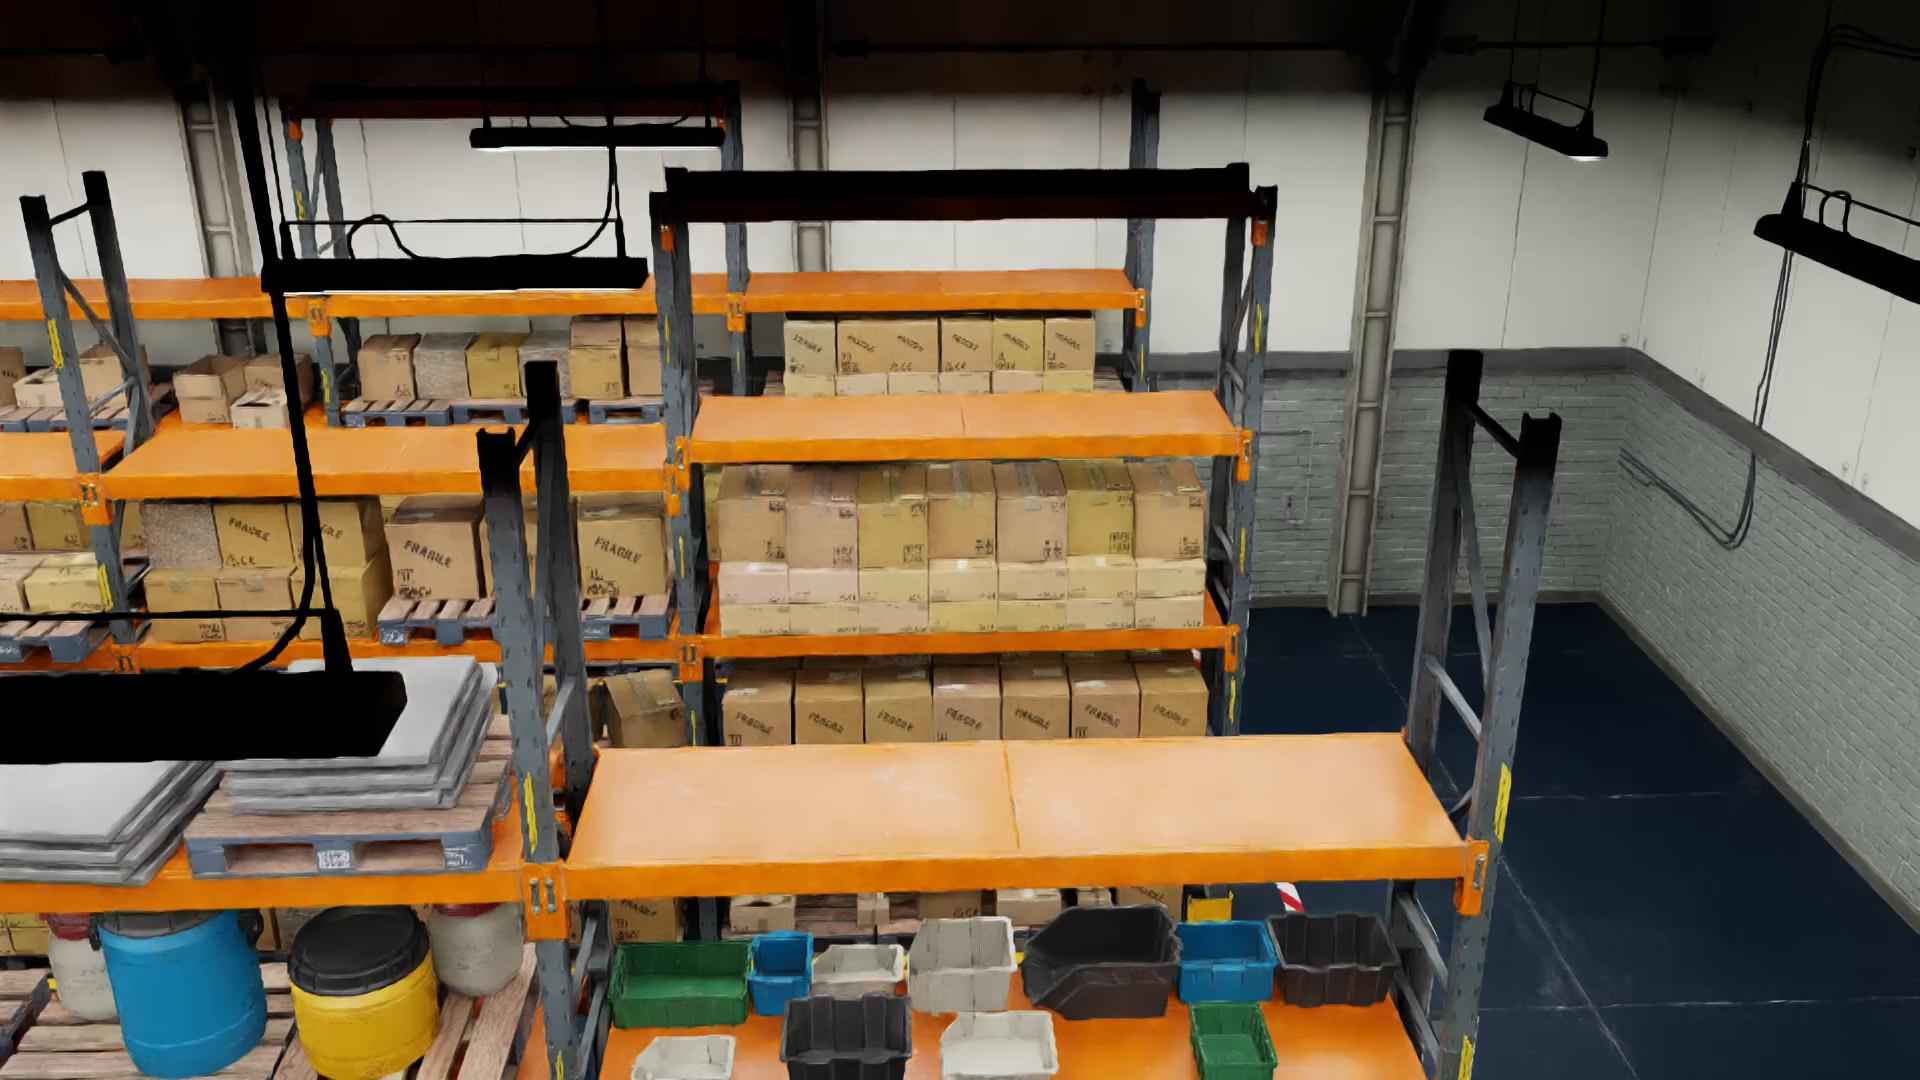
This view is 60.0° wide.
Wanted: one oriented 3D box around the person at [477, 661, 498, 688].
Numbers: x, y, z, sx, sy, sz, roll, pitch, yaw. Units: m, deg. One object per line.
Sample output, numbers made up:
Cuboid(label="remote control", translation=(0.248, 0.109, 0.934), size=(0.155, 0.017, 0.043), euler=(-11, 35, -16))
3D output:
Cuboid(label="person", translation=(-4.534, 1.337, 15.584), size=(0.574, 1.726, 0.677), euler=(-2, 22, -5))
